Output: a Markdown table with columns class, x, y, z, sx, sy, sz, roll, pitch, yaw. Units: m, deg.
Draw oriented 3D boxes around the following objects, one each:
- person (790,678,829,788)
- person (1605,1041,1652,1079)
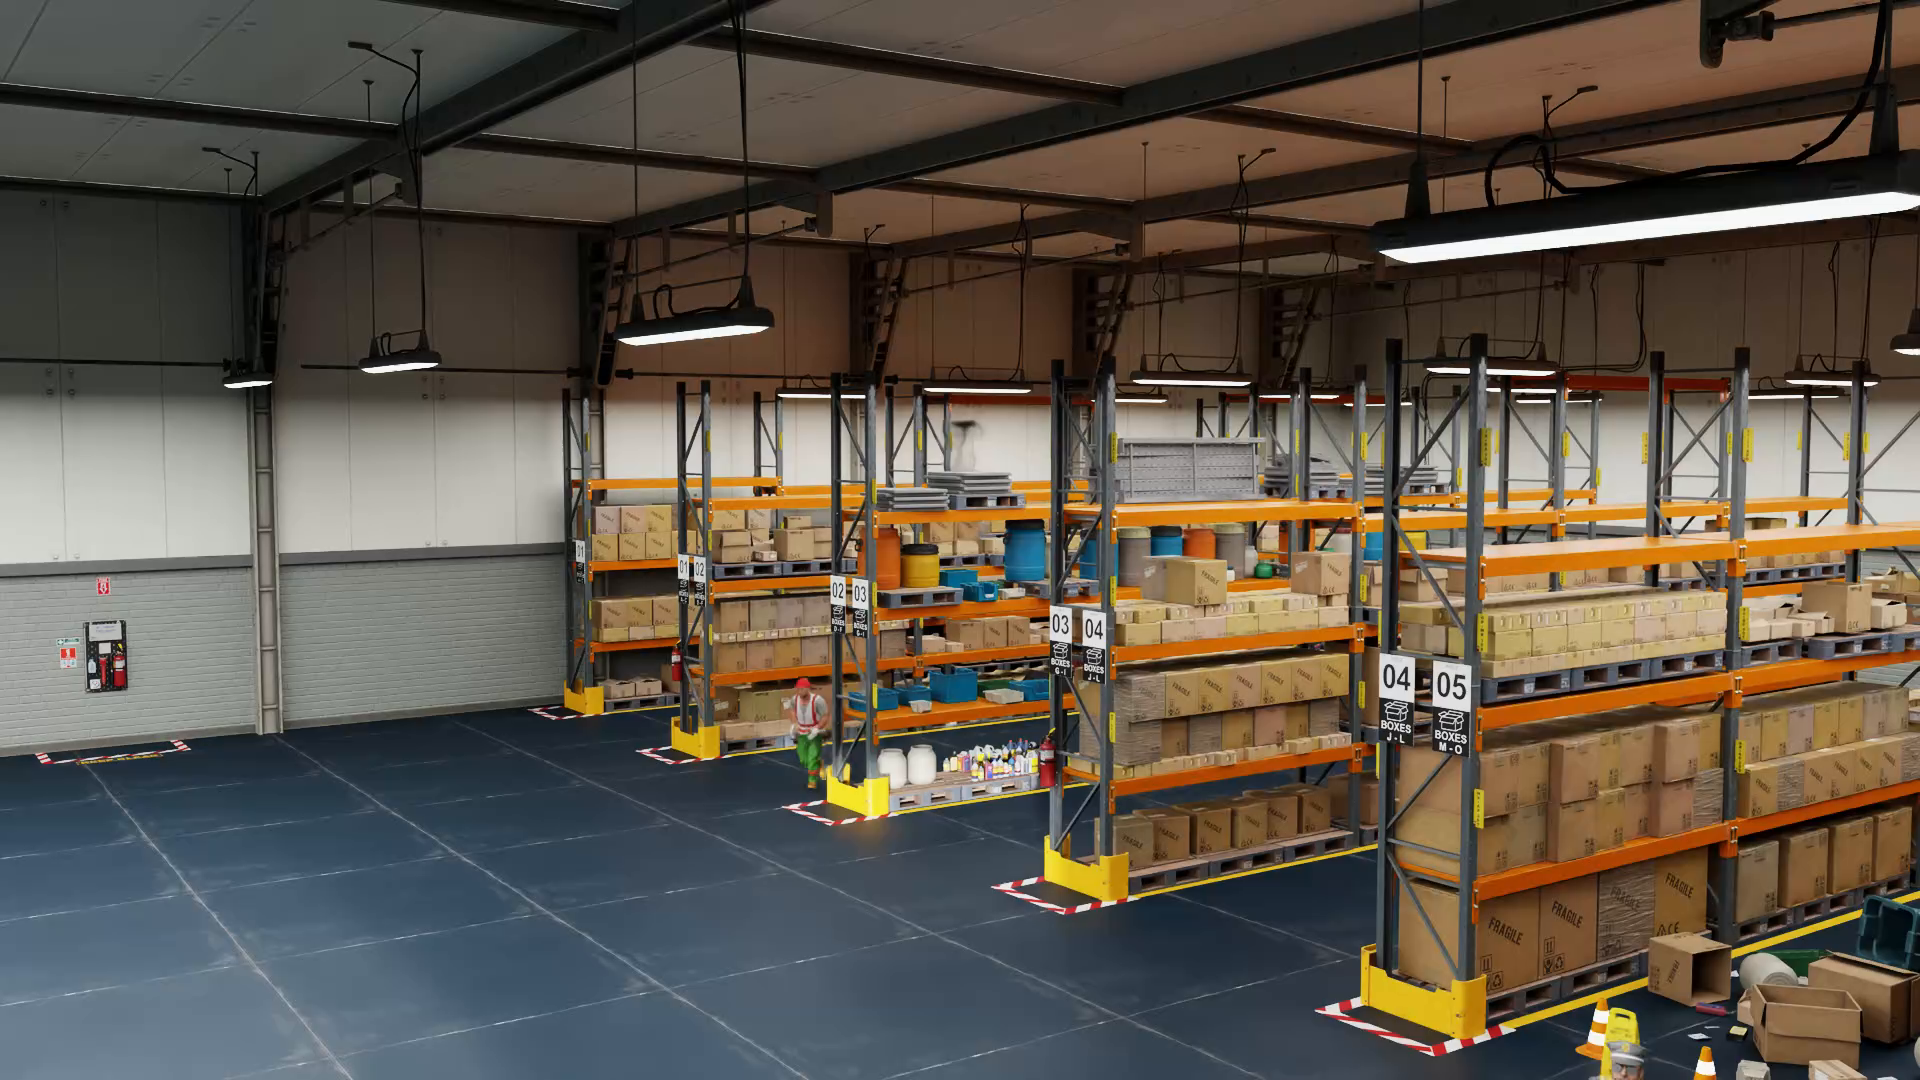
| class | x | y | z | sx | sy | sz | roll | pitch | yaw |
| --- | --- | --- | --- | --- | --- | --- | --- | --- | --- |
| person | -2.179 | 2.792 | 24.190 | 0.663 | 1.638 | 0.788 | 2 | 4 | 24 |
| person | 3.771 | 3.697 | 9.467 | 0.678 | 1.758 | 0.688 | 2 | 4 | 30 |
